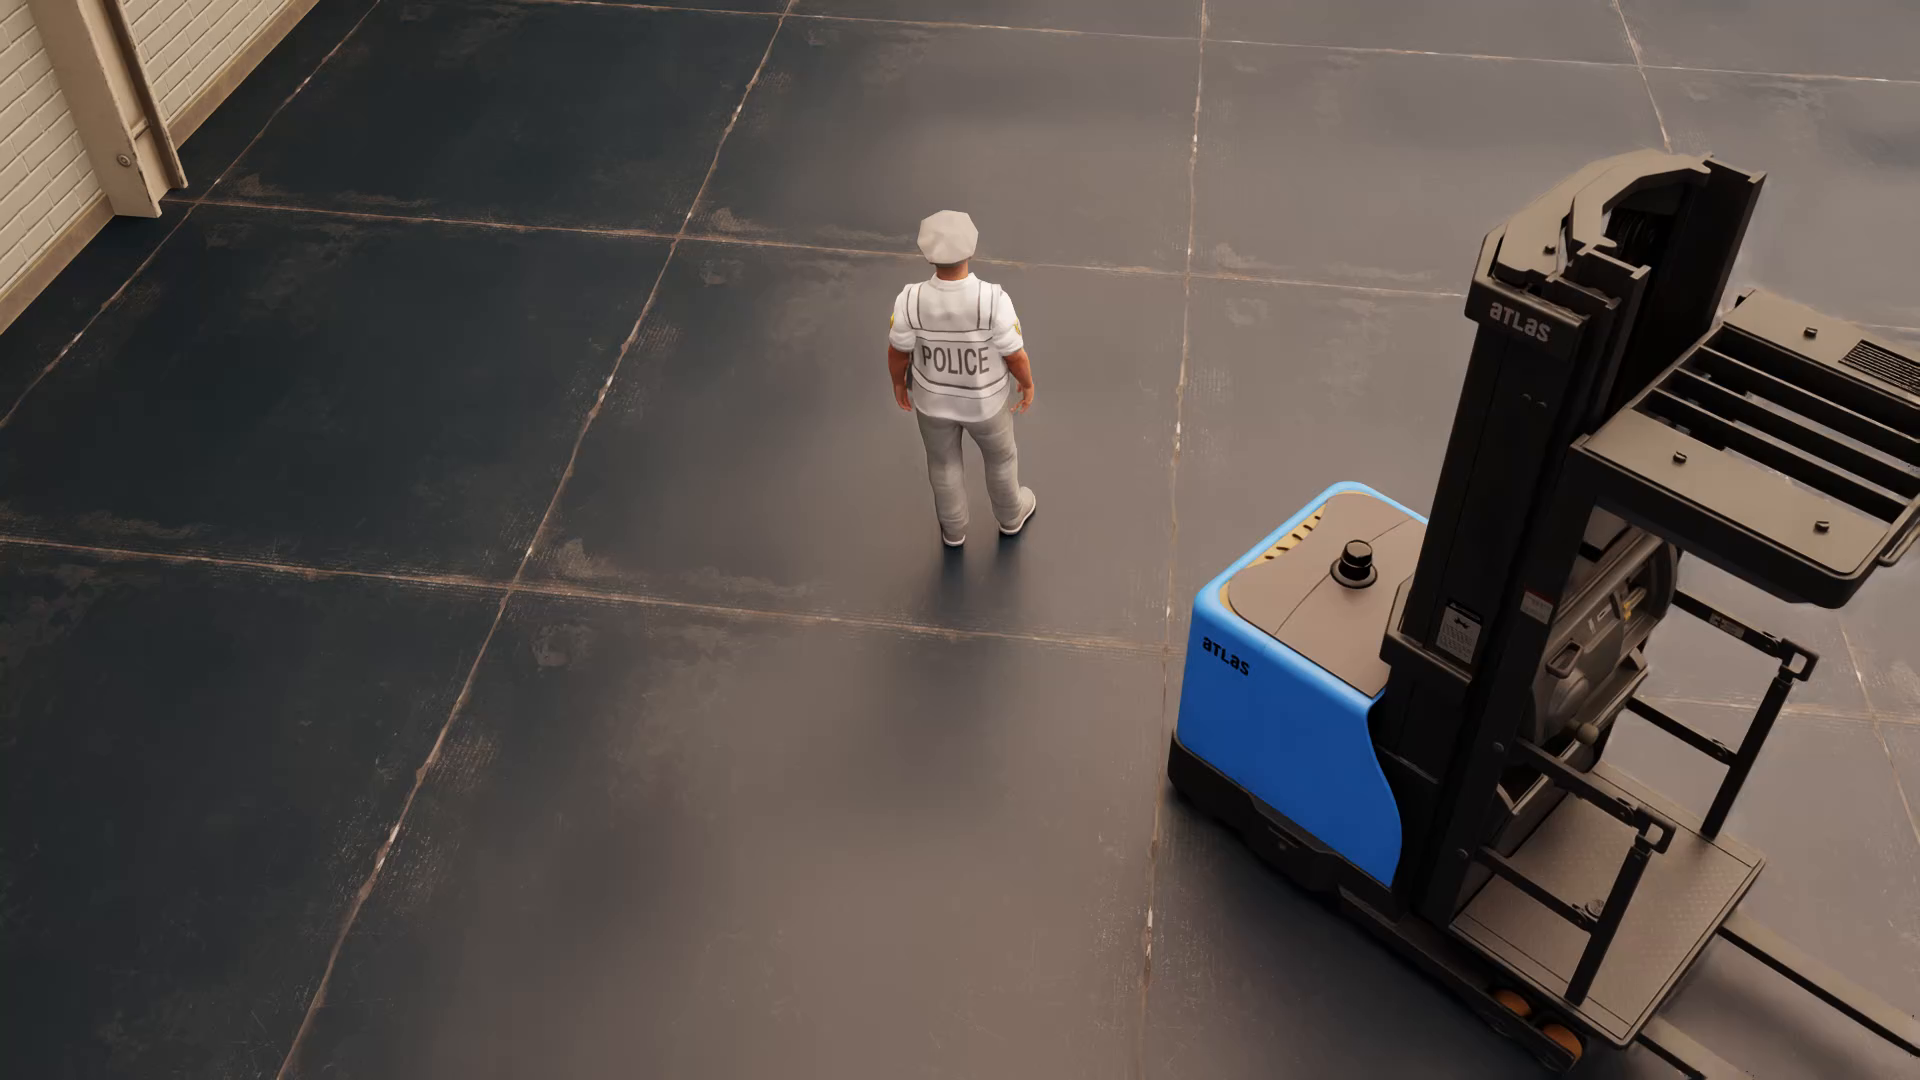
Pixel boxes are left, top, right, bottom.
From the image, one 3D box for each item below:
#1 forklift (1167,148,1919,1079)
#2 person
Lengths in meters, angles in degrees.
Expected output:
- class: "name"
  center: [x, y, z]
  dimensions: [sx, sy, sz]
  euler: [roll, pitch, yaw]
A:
- class: "forklift"
  center: [2.245, 0.385, 5.305]
  dimensions: [3.031, 2.935, 1.130]
  euler: [34, 52, 31]
- class: "person"
  center: [0.022, -0.713, 7.339]
  dimensions: [0.641, 1.780, 0.574]
  euler: [5, 43, 6]
